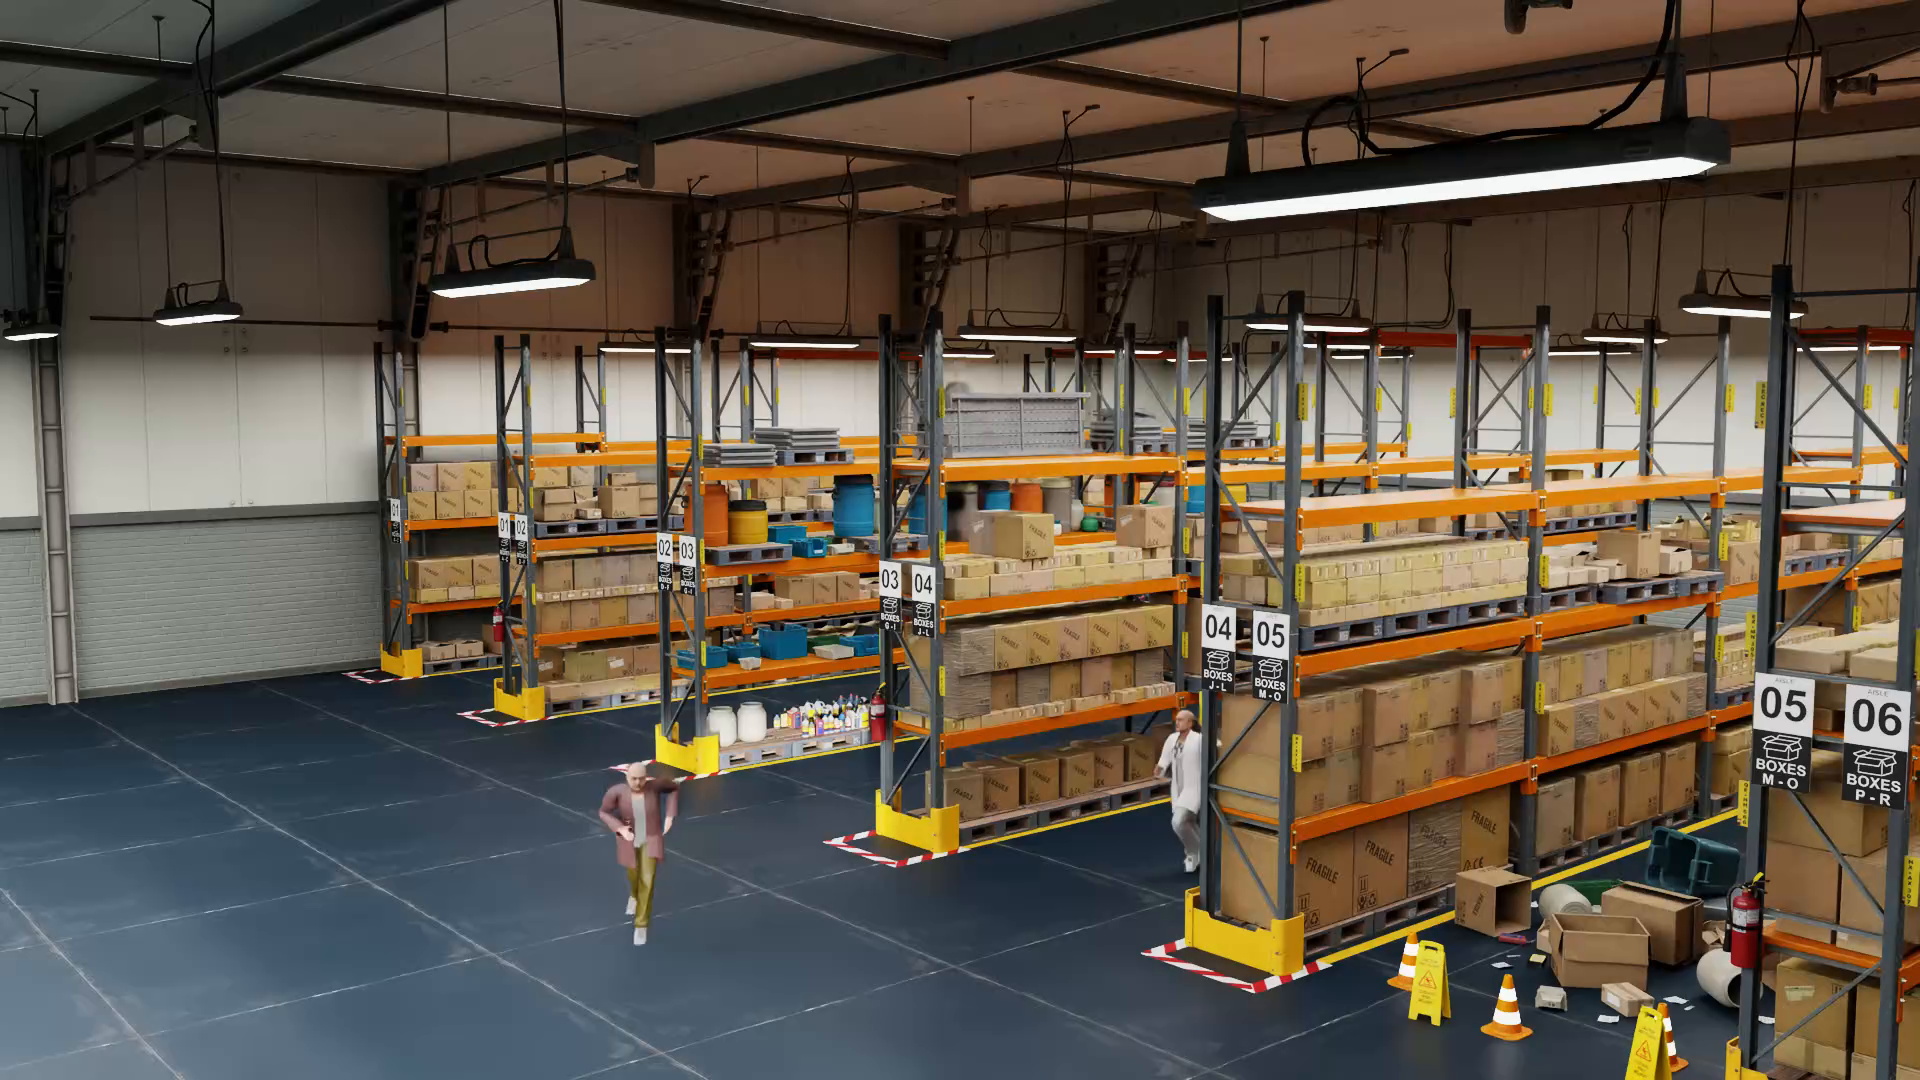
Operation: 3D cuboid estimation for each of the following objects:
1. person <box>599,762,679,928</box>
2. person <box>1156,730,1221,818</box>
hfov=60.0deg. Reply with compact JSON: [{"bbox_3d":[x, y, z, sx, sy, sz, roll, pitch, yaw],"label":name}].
[{"bbox_3d":[-3.059,2.813,15.867,0.755,1.566,0.995,-1,5,-13],"label":"person"},{"bbox_3d":[2.420,2.480,17.632,0.601,0.922,0.733,-4,7,-38],"label":"person"}]
